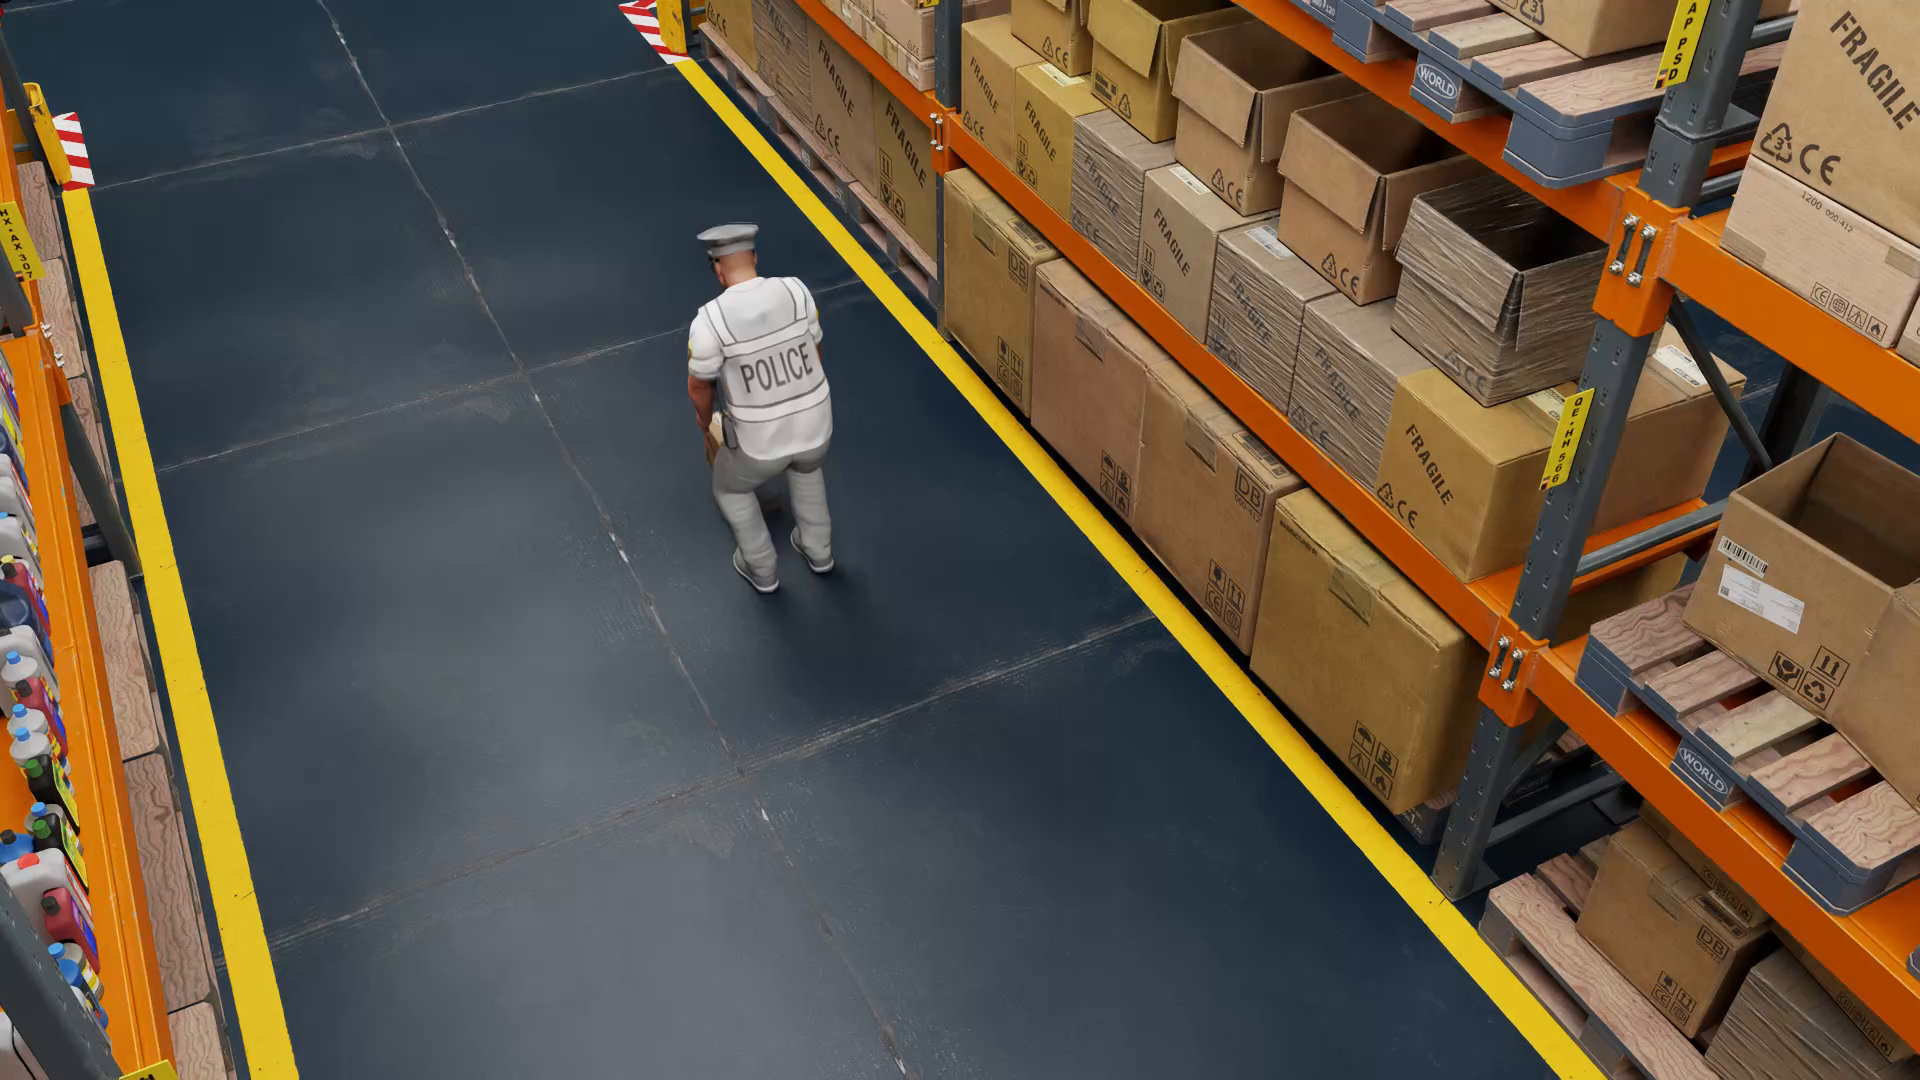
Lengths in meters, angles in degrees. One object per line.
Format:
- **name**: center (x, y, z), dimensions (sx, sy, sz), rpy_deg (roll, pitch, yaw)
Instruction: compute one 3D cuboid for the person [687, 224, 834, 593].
- **person**: center (-0.813, -0.504, 6.834), dimensions (0.575, 1.633, 0.609), rpy_deg (-18, 44, -20)
